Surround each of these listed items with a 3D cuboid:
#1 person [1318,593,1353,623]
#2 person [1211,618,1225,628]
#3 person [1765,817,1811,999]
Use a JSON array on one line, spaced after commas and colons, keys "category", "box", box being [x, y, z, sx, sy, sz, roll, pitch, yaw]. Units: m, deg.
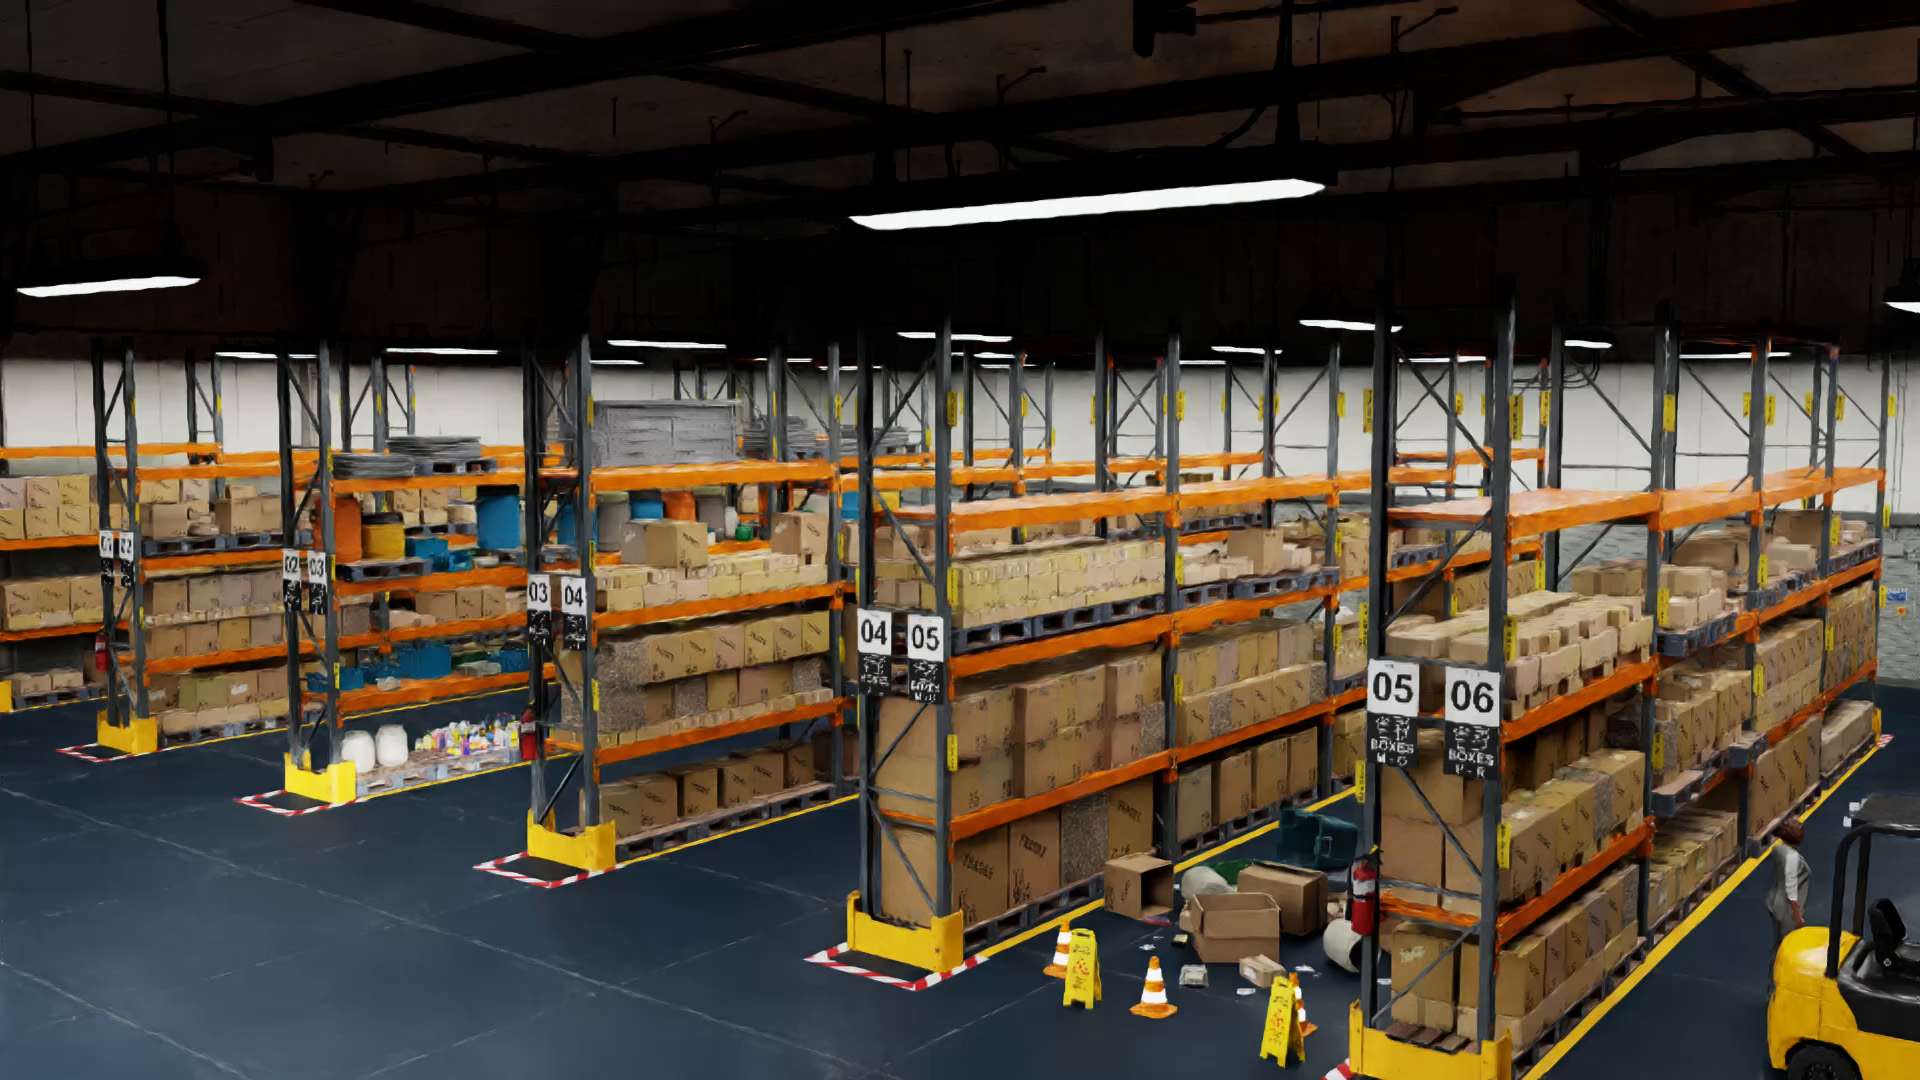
[{"category": "person", "box": [6.629, 1.767, 29.325, 0.719, 1.714, 0.578, 4, 6, 35]}, {"category": "person", "box": [4.199, 2.005, 26.923, 0.500, 1.622, 0.980, 4, 6, 36]}, {"category": "person", "box": [7.009, 3.161, 14.060, 0.350, 1.641, 0.477, 1, 5, 10]}]
